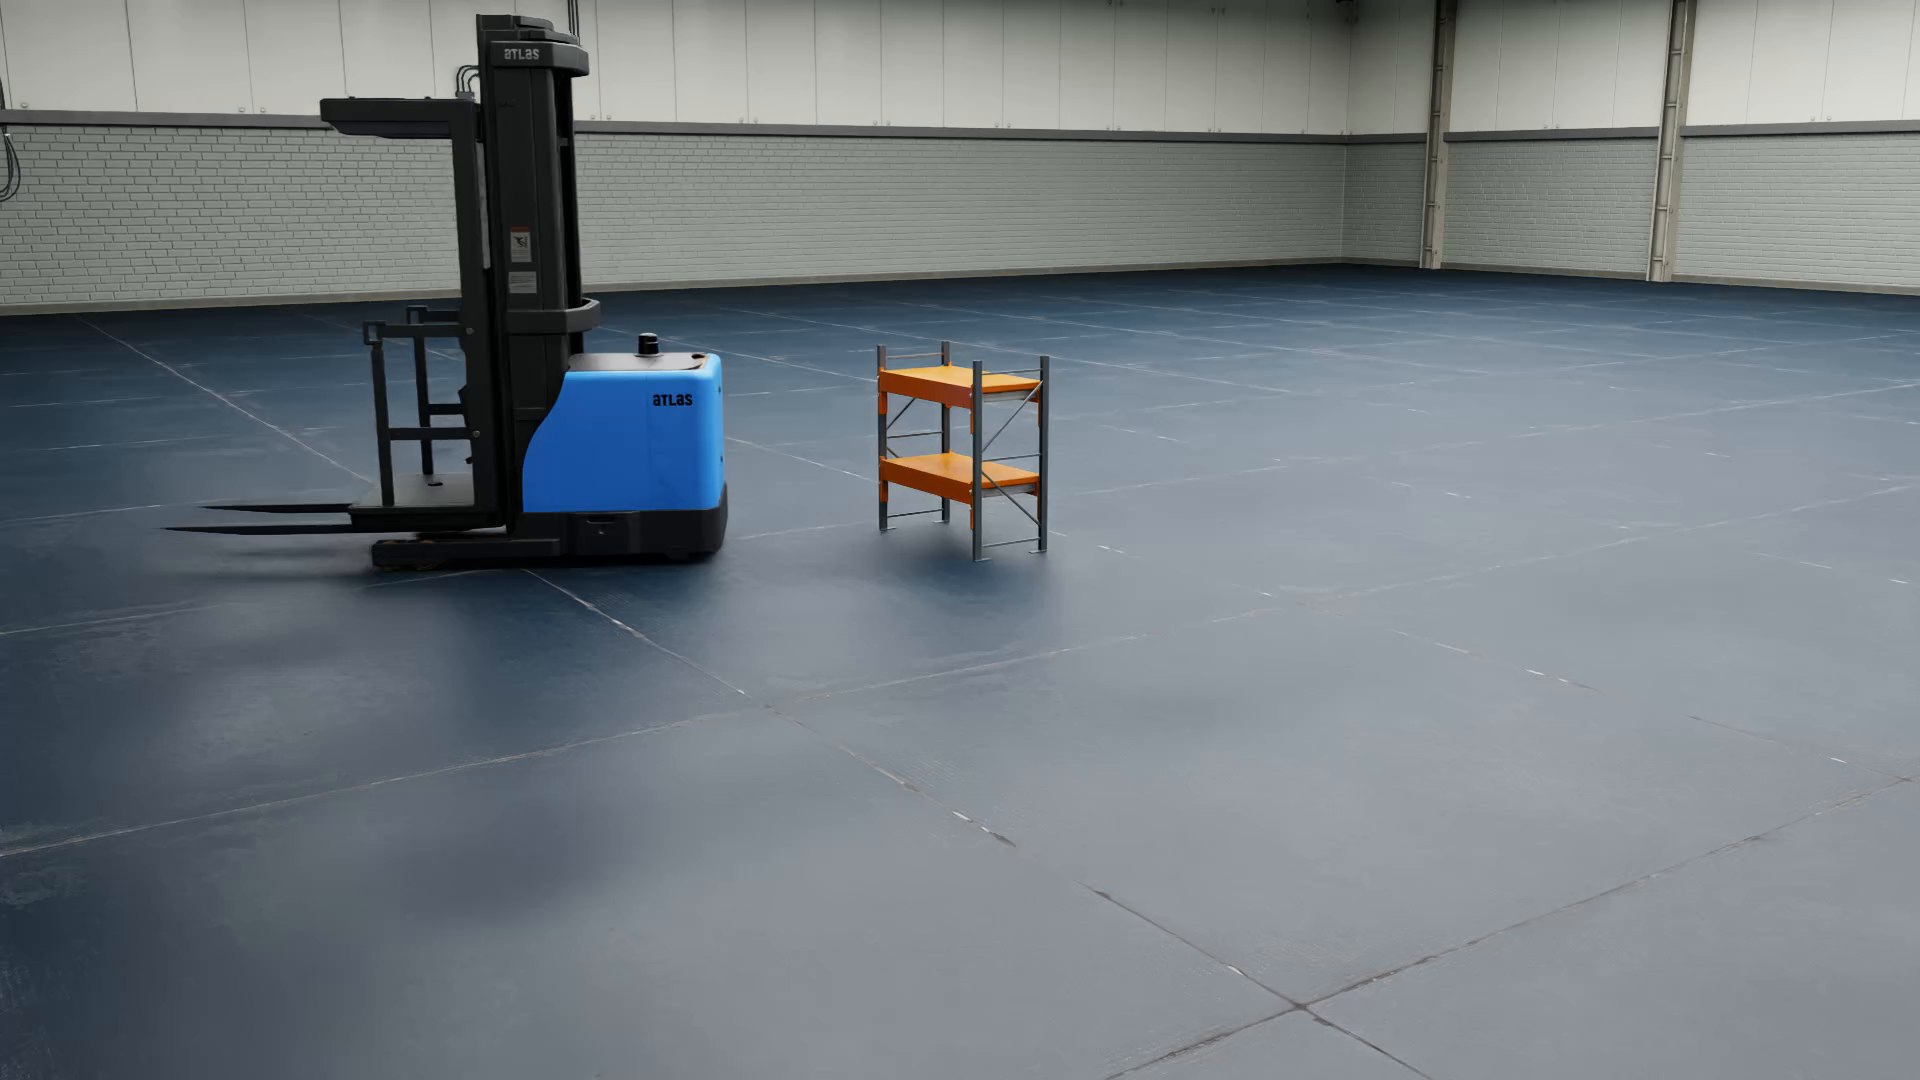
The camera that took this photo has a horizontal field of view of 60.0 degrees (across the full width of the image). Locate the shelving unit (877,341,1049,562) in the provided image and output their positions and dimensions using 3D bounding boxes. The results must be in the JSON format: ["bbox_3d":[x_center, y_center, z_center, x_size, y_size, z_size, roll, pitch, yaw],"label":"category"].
[{"bbox_3d":[0.004,-0.548,9.736,0.538,1.125,1.048,-8,15,-33],"label":"shelving unit"}]

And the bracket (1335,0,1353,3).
[{"bbox_3d":[9.214,-12.999,39.816,0.235,0.232,0.430,-8,15,-33],"label":"bracket"}]

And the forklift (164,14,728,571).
[{"bbox_3d":[-2.886,-1.379,9.305,3.031,2.935,1.130,-1,12,-5],"label":"forklift"}]

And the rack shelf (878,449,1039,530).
[{"bbox_3d":[0.004,-0.309,9.788,0.538,0.278,1.000,-8,15,-33],"label":"rack shelf"}]

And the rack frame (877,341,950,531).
[{"bbox_3d":[-0.278,-0.639,10.150,0.500,1.125,0.032,-8,15,-33],"label":"rack frame"}]

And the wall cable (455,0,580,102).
[{"bbox_3d":[-7.790,-10.522,28.952,2.305,6.003,0.169,-8,15,-33],"label":"wall cable"}]

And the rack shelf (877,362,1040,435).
[{"bbox_3d":[0.004,-0.834,9.674,0.538,0.278,1.000,-8,15,-33],"label":"rack shelf"}]

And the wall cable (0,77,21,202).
[{"bbox_3d":[-15.702,-6.223,24.522,3.097,2.526,0.112,-8,15,-33],"label":"wall cable"}]

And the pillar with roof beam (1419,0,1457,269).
[{"bbox_3d":[7.469,-10.278,35.798,9.100,9.000,0.548,-8,15,-33],"label":"pillar with roof beam"}]

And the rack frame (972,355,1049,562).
[{"bbox_3d":[0.285,-0.458,9.323,0.500,1.125,0.032,-8,15,-33],"label":"rack frame"}]

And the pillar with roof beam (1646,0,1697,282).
[{"bbox_3d":[10.793,-9.211,30.918,9.100,9.000,0.400,-8,15,-33],"label":"pillar with roof beam"}]
